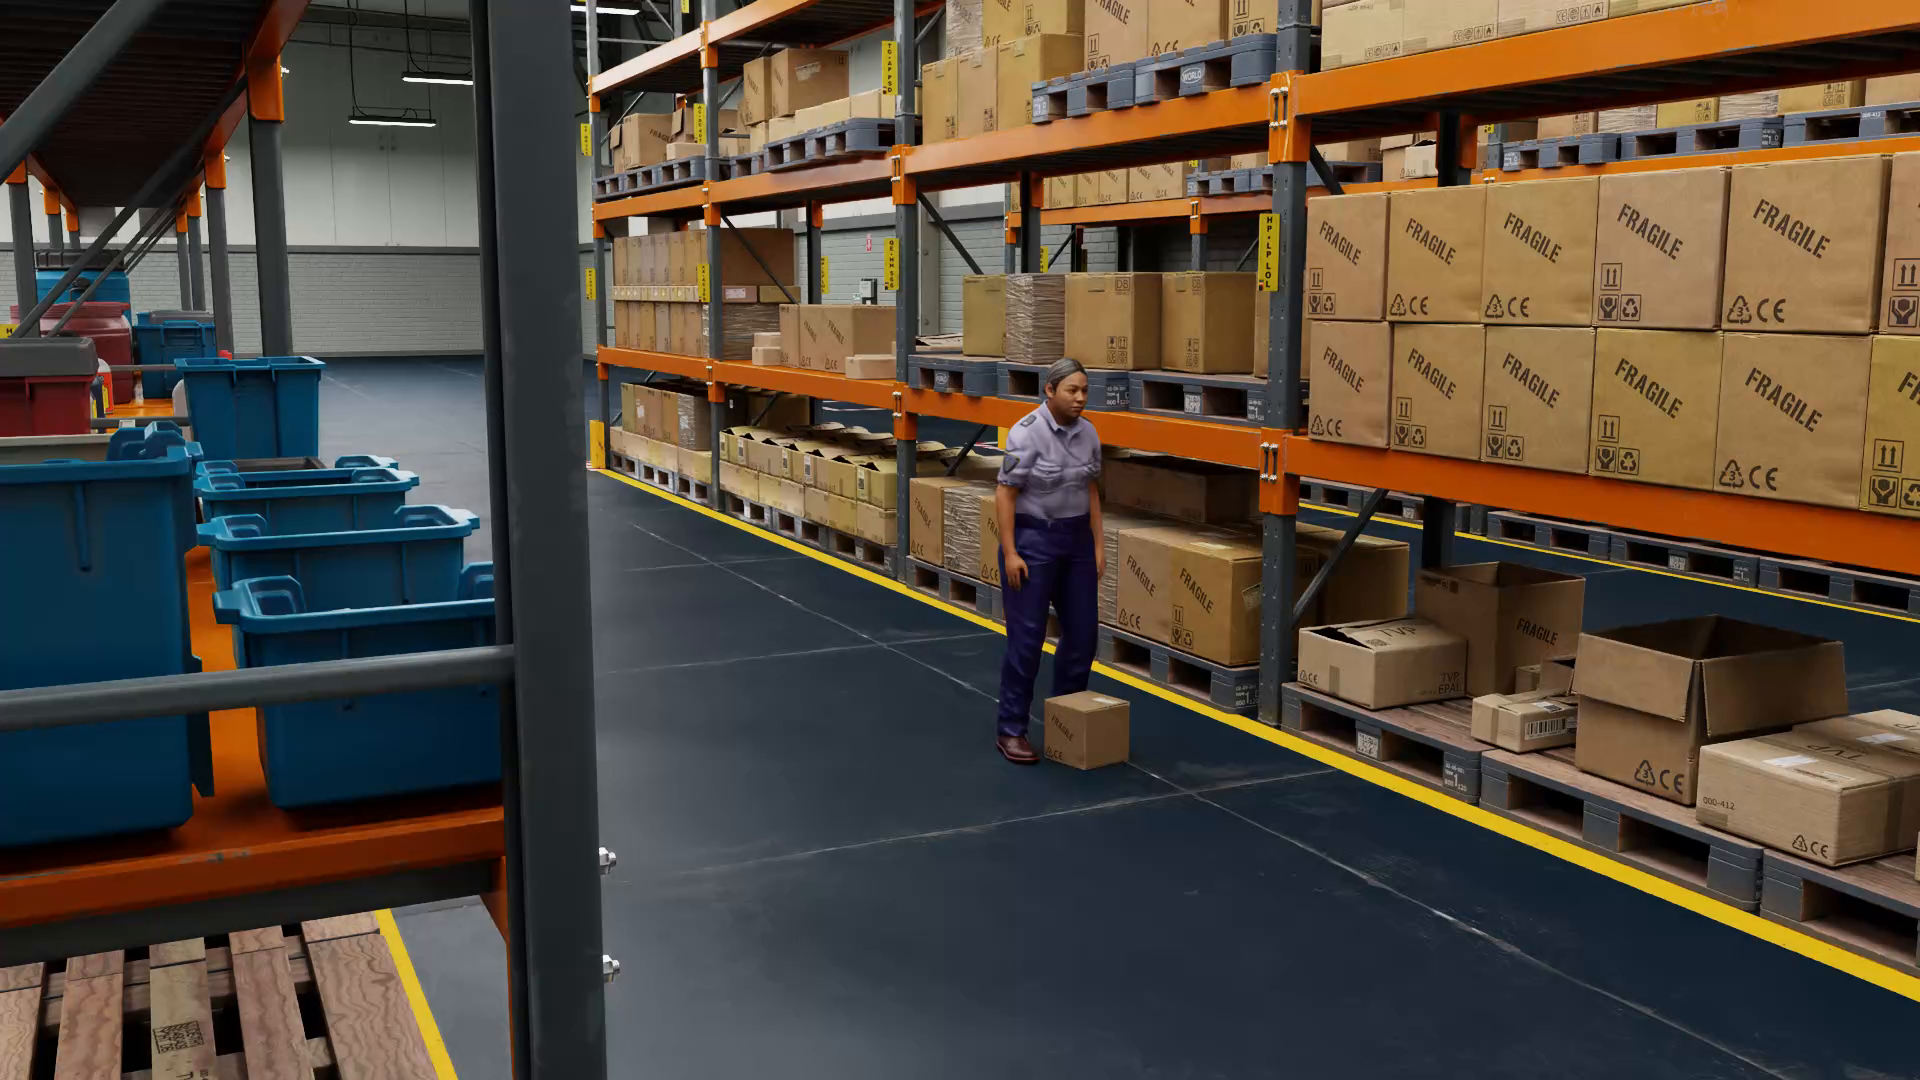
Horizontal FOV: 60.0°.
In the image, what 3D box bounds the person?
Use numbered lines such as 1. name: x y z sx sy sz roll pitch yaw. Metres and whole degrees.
1. person: 0.378 0.071 6.949 0.544 1.639 0.372 -6 10 -33
